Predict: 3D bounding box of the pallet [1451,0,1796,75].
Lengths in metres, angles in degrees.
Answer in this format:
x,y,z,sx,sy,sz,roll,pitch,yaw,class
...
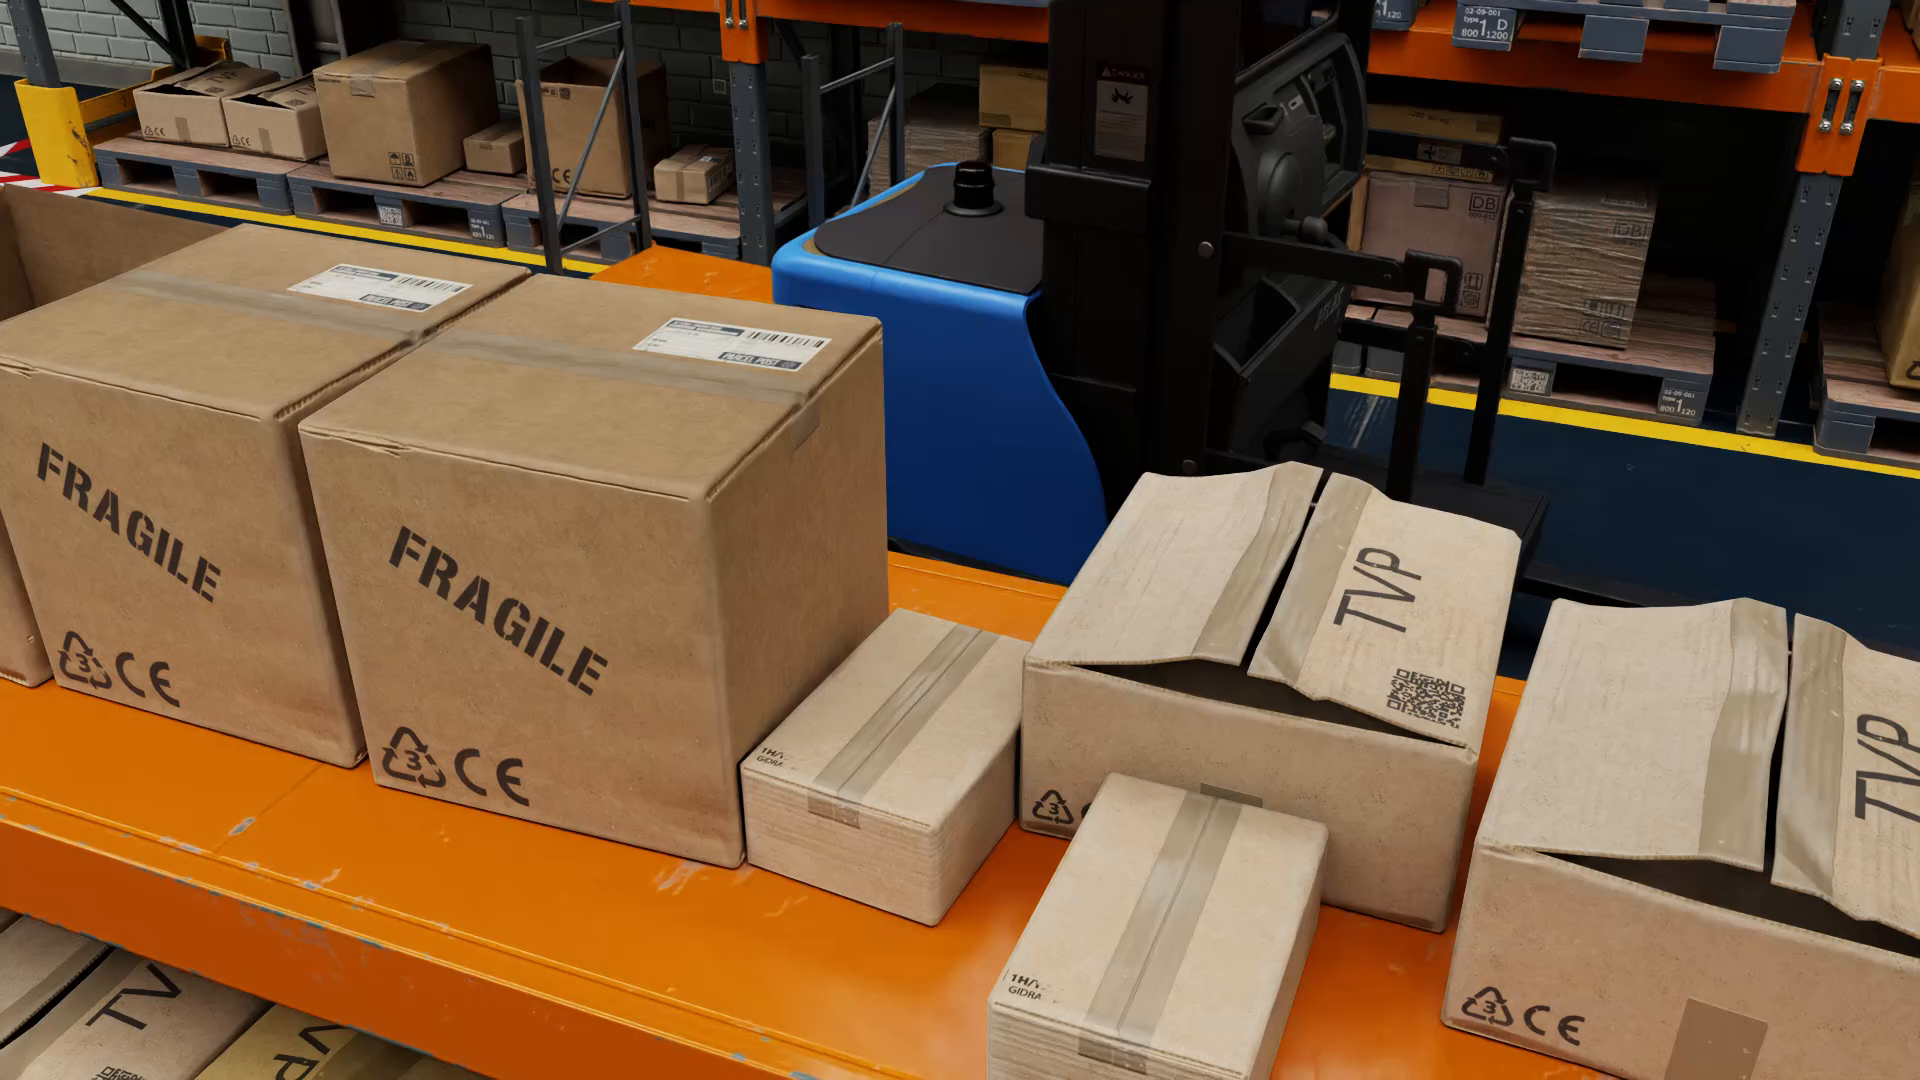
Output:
x,y,z,sx,sy,sz,roll,pitch,yaw,class
2.306,-1.900,5.758,1.003,0.211,1.213,11,31,19,pallet

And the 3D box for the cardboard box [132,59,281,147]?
x,y,z,sx,sy,sz,roll,pitch,yaw,class
-3.799,-2.232,8.436,0.500,0.311,0.500,8,30,13,cardboard box

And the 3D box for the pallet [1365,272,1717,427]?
x,y,z,sx,sy,sz,roll,pitch,yaw,class
2.283,-0.831,6.506,1.213,0.211,1.003,11,31,19,pallet

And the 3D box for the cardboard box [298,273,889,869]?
x,y,z,sx,sy,sz,roll,pitch,yaw,class
-0.413,0.013,2.077,0.500,0.500,0.500,10,31,16,cardboard box

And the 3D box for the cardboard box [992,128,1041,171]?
x,y,z,sx,sy,sz,roll,pitch,yaw,class
0.486,-1.542,7.023,0.500,0.500,0.700,11,31,18,cardboard box

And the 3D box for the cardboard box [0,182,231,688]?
x,y,z,sx,sy,sz,roll,pitch,yaw,class
-1.365,-0.177,2.414,0.500,0.500,0.500,14,32,23,cardboard box

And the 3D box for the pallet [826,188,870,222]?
x,y,z,sx,sy,sz,roll,pitch,yaw,class
0.022,-1.283,7.305,1.213,0.211,1.003,11,31,19,pallet

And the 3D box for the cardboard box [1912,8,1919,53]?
x,y,z,sx,sy,sz,roll,pitch,yaw,class
3.225,-1.633,5.326,0.250,0.149,0.380,11,31,18,cardboard box

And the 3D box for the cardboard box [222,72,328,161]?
x,y,z,sx,sy,sz,roll,pitch,yaw,class
-3.271,-2.127,8.250,0.500,0.311,0.500,14,32,23,cardboard box

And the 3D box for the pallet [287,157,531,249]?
x,y,z,sx,sy,sz,roll,pitch,yaw,class
-2.470,-1.759,8.148,1.213,0.211,1.003,11,31,19,pallet

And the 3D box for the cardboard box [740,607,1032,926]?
x,y,z,sx,sy,sz,roll,pitch,yaw,class
-0.055,0.258,2.000,0.250,0.149,0.380,14,32,23,cardboard box

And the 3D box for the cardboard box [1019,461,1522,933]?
x,y,z,sx,sy,sz,roll,pitch,yaw,class
0.392,0.144,2.037,0.500,0.311,0.500,11,31,19,cardboard box

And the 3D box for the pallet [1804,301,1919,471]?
x,y,z,sx,sy,sz,roll,pitch,yaw,class
3.709,-0.506,5.931,1.213,0.211,1.003,11,31,19,pallet

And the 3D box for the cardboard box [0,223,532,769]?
x,y,z,sx,sy,sz,roll,pitch,yaw,class
-0.901,-0.085,2.250,0.500,0.500,0.500,11,31,19,cardboard box

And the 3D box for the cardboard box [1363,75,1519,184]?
x,y,z,sx,sy,sz,roll,pitch,yaw,class
1.815,-1.573,6.316,0.500,0.250,0.500,12,32,20,cardboard box

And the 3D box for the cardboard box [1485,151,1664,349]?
x,y,z,sx,sy,sz,roll,pitch,yaw,class
2.320,-1.113,6.264,0.500,0.500,0.700,12,32,20,cardboard box

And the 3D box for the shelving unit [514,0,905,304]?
x,y,z,sx,sy,sz,roll,pitch,yaw,class
-0.739,-0.882,5.286,1.083,1.500,0.587,15,33,25,shelving unit

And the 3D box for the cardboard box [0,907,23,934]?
x,y,z,sx,sy,sz,roll,pitch,yaw,class
-1.808,0.674,2.806,0.500,0.311,0.500,11,31,19,cardboard box

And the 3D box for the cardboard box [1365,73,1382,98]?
x,y,z,sx,sy,sz,roll,pitch,yaw,class
1.337,-1.666,6.481,0.500,0.250,0.500,11,31,19,cardboard box

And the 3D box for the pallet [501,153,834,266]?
x,y,z,sx,sy,sz,roll,pitch,yaw,class
-1.335,-1.534,7.750,1.213,0.211,1.003,11,31,19,pallet

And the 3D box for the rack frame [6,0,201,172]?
x,y,z,sx,sy,sz,roll,pitch,yaw,class
-4.406,-3.380,8.182,0.127,3.000,1.000,11,31,19,rack frame

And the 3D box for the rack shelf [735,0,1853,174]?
x,y,z,sx,sy,sz,roll,pitch,yaw,class
1.154,-1.957,6.395,4.000,0.370,1.077,11,31,19,rack shelf

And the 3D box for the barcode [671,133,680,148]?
x,y,z,sx,sy,sz,roll,pitch,yaw,class
-1.375,-1.916,7.969,0.075,0.075,0.001,11,31,19,barcode

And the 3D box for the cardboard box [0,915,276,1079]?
x,y,z,sx,sy,sz,roll,pitch,yaw,class
-1.327,0.770,2.638,0.500,0.311,0.500,10,31,17,cardboard box

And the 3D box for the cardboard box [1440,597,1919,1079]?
x,y,z,sx,sy,sz,roll,pitch,yaw,class
0.827,0.311,1.742,0.500,0.311,0.500,13,32,22,cardboard box

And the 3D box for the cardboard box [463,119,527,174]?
x,y,z,sx,sy,sz,roll,pitch,yaw,class
-2.174,-1.896,8.005,0.250,0.149,0.380,9,31,15,cardboard box

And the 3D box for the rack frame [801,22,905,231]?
x,y,z,sx,sy,sz,roll,pitch,yaw,class
-0.301,-0.765,5.079,0.032,1.500,0.500,15,33,25,rack frame

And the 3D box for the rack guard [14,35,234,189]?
x,y,z,sx,sy,sz,roll,pitch,yaw,class
-4.336,-2.278,8.772,0.348,0.500,1.175,11,31,19,rack guard

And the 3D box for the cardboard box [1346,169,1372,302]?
x,y,z,sx,sy,sz,roll,pitch,yaw,class
1.415,-1.340,6.666,0.500,0.500,0.700,11,31,19,cardboard box

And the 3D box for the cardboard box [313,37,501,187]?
x,y,z,sx,sy,sz,roll,pitch,yaw,class
-2.610,-2.050,7.923,0.500,0.500,0.700,9,31,16,cardboard box

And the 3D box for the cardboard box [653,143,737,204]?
x,y,z,sx,sy,sz,roll,pitch,yaw,class
-1.207,-1.684,7.612,0.250,0.166,0.380,7,30,13,cardboard box

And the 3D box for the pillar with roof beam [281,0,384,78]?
x,y,z,sx,sy,sz,roll,pitch,yaw,class
-5.051,-4.294,3.702,0.400,9.000,9.100,11,31,19,pillar with roof beam

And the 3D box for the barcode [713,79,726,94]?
x,y,z,sx,sy,sz,roll,pitch,yaw,class
-1.110,-2.092,7.671,0.075,0.075,0.001,11,31,19,barcode

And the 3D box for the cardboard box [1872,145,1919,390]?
x,y,z,sx,sy,sz,roll,pitch,yaw,class
3.639,-0.951,5.642,0.750,0.750,0.750,11,31,18,cardboard box

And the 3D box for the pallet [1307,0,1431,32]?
x,y,z,sx,sy,sz,roll,pitch,yaw,class
1.157,-2.164,6.225,1.213,0.211,1.003,11,31,19,pallet

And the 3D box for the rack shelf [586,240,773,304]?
x,y,z,sx,sy,sz,roll,pitch,yaw,class
-0.747,-0.728,5.379,1.000,0.185,0.538,15,33,25,rack shelf

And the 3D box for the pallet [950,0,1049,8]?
x,y,z,sx,sy,sz,roll,pitch,yaw,class
-0.046,-2.349,6.552,1.213,0.211,1.003,11,31,19,pallet

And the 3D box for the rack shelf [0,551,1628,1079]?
x,y,z,sx,sy,sz,roll,pitch,yaw,class
-0.705,0.240,2.362,3.687,0.071,0.831,11,31,19,rack shelf

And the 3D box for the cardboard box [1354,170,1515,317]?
x,y,z,sx,sy,sz,roll,pitch,yaw,class
1.886,-1.261,6.526,0.500,0.500,0.700,11,31,19,cardboard box

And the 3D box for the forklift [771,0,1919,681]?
x,y,z,sx,sy,sz,roll,pitch,yaw,class
1.019,-0.977,4.000,3.031,2.935,1.130,15,33,25,forklift

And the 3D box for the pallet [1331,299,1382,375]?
x,y,z,sx,sy,sz,roll,pitch,yaw,class
1.157,-1.058,6.907,1.213,0.211,1.003,11,31,19,pallet

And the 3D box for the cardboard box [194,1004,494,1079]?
x,y,z,sx,sy,sz,roll,pitch,yaw,class
-0.844,0.863,2.472,0.500,0.311,0.500,12,32,20,cardboard box

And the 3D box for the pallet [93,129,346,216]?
x,y,z,sx,sy,sz,roll,pitch,yaw,class
-3.596,-1.986,8.549,1.213,0.211,1.003,11,31,19,pallet

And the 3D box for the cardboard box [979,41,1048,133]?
x,y,z,sx,sy,sz,roll,pitch,yaw,class
0.398,-1.861,6.826,0.500,0.250,0.500,11,31,18,cardboard box

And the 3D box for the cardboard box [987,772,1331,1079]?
x,y,z,sx,sy,sz,roll,pitch,yaw,class
0.211,0.428,1.699,0.250,0.149,0.380,11,31,19,cardboard box

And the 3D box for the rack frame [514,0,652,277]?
x,y,z,sx,sy,sz,roll,pitch,yaw,class
-1.194,-1.004,5.502,0.032,1.500,0.500,15,33,25,rack frame

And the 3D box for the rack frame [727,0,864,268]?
x,y,z,sx,sy,sz,roll,pitch,yaw,class
-0.700,-2.640,6.873,0.127,3.000,1.000,11,31,19,rack frame

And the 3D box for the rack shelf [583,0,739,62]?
x,y,z,sx,sy,sz,roll,pitch,yaw,class
-2.553,-2.697,7.704,4.000,0.370,1.077,11,31,19,rack shelf

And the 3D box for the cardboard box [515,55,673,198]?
x,y,z,sx,sy,sz,roll,pitch,yaw,class
-1.676,-1.917,7.687,0.500,0.500,0.500,9,31,15,cardboard box

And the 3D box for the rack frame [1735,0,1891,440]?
x,y,z,sx,sy,sz,roll,pitch,yaw,class
3.007,-1.900,5.563,0.127,3.000,1.000,11,31,19,rack frame

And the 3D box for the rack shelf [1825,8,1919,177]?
x,y,z,sx,sy,sz,roll,pitch,yaw,class
4.860,-1.217,5.086,4.000,0.370,1.077,11,31,19,rack shelf

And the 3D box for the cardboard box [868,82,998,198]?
x,y,z,sx,sy,sz,roll,pitch,yaw,class
-0.011,-1.615,7.152,0.500,0.500,0.700,12,32,21,cardboard box

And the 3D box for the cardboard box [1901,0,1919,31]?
x,y,z,sx,sy,sz,roll,pitch,yaw,class
3.405,-1.856,5.720,0.250,0.149,0.380,12,32,20,cardboard box
